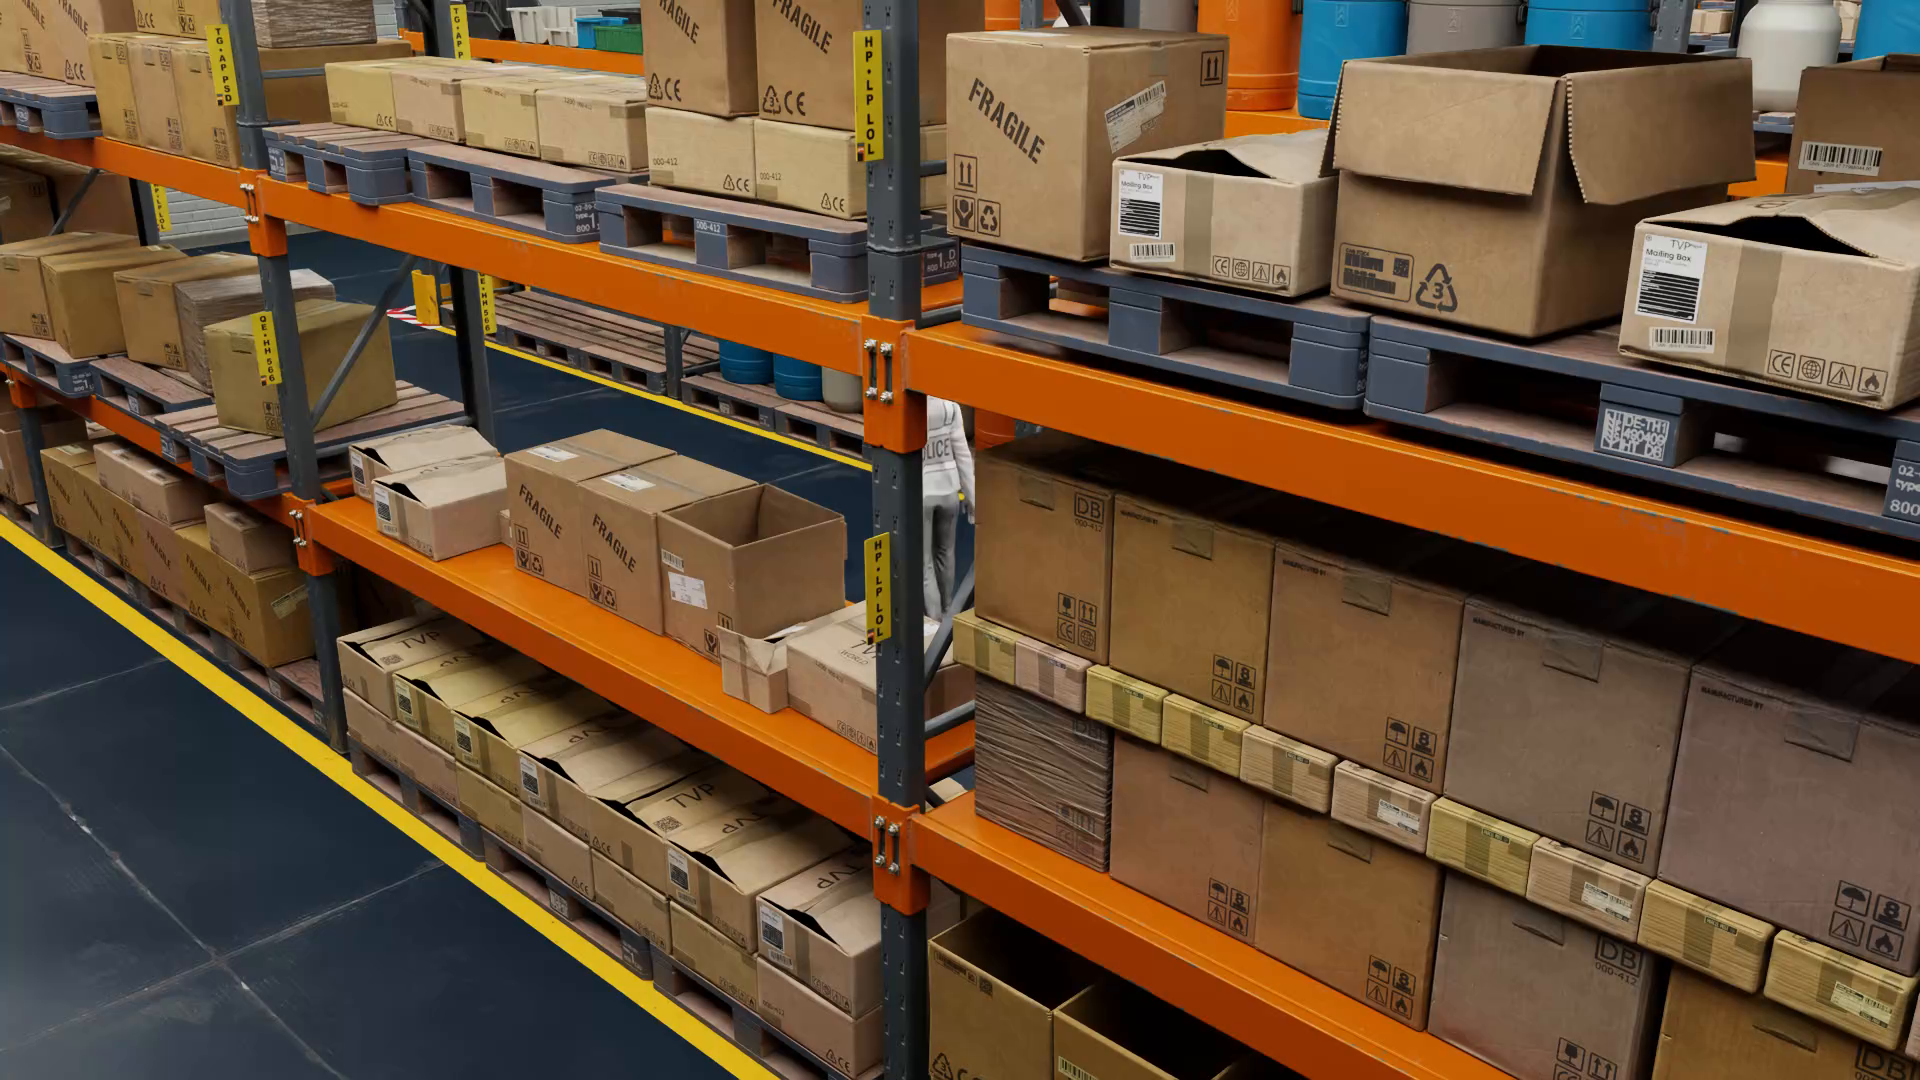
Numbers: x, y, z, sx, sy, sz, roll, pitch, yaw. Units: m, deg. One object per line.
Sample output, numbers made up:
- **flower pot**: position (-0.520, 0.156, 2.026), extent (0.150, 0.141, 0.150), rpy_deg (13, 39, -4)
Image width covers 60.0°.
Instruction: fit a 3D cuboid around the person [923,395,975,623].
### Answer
- **person**: position (-0.184, -0.231, 9.182), extent (0.567, 1.647, 0.766), rpy_deg (-8, 22, -19)
